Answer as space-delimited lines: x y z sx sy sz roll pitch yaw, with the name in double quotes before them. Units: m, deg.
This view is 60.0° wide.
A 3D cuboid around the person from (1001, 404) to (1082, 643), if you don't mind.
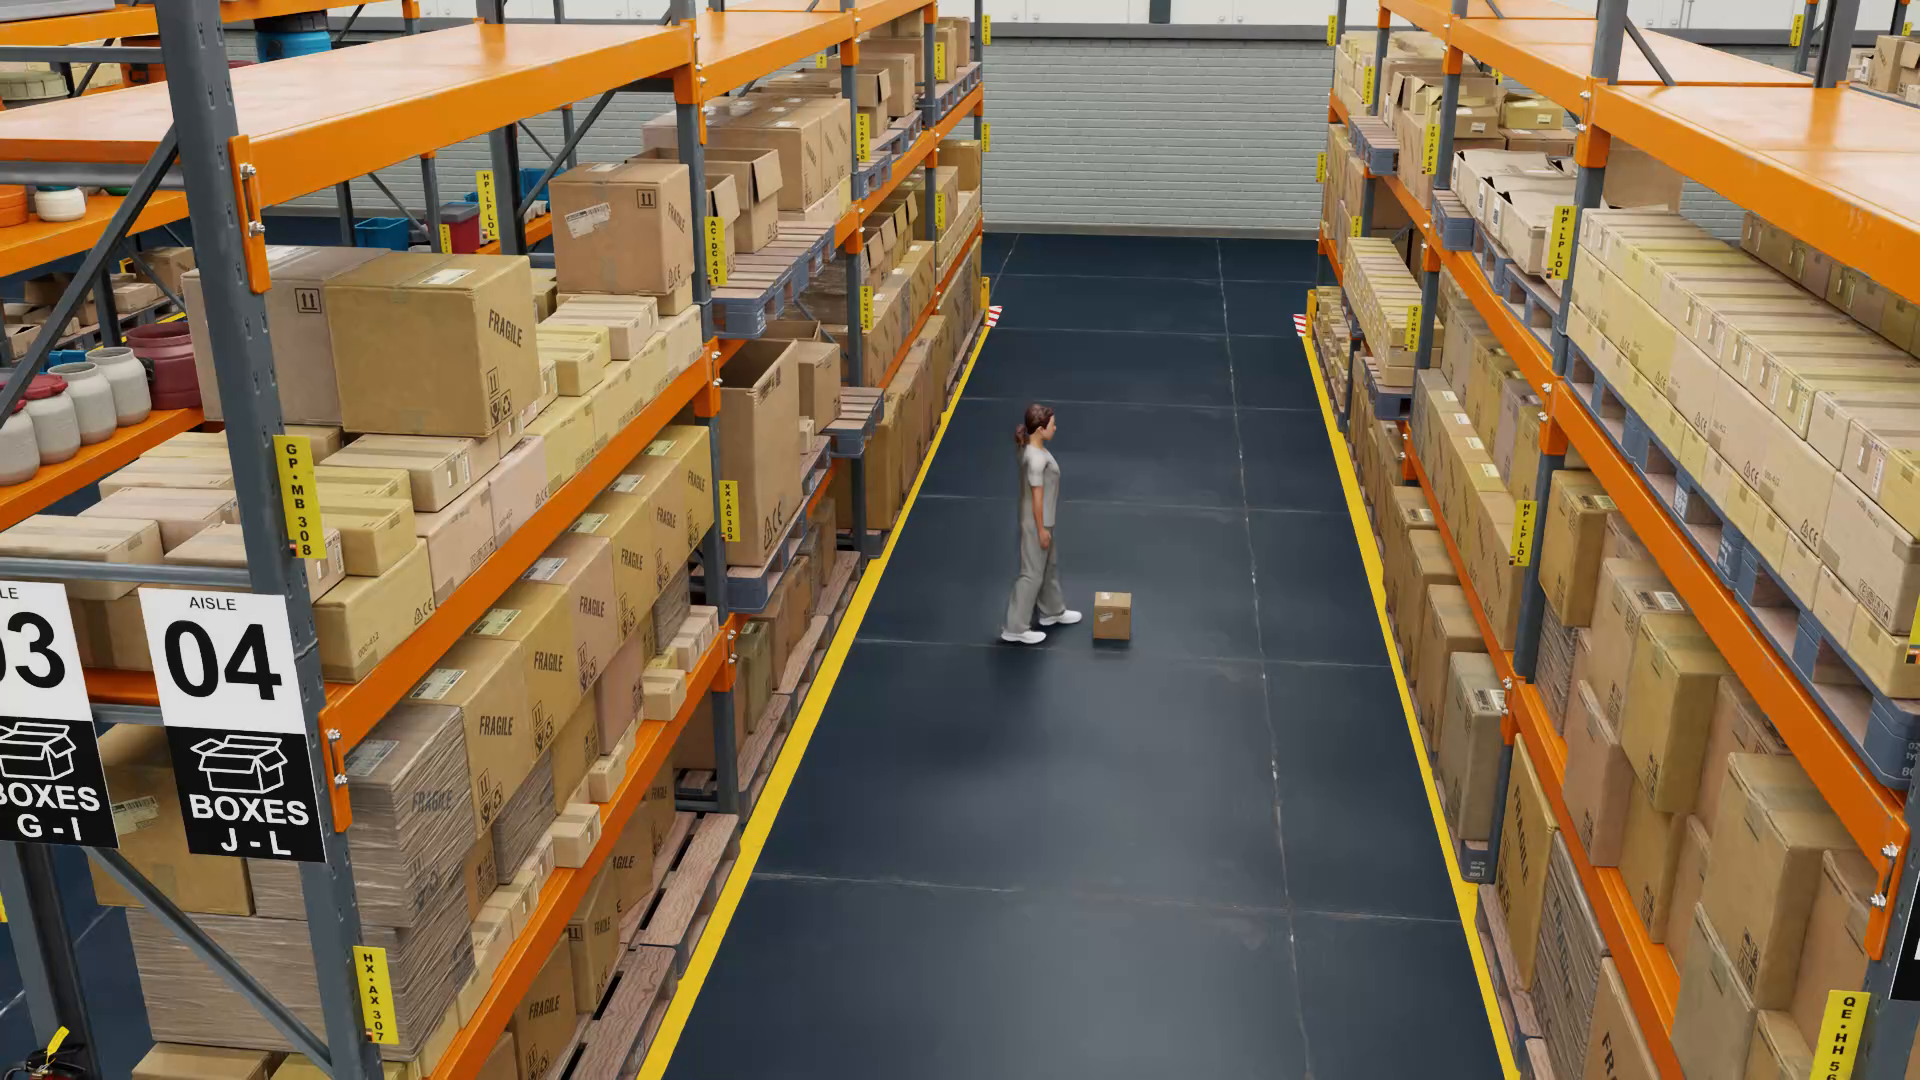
"person" 0.578 -0.131 11.412 0.624 1.672 0.460 -3 21 -7
